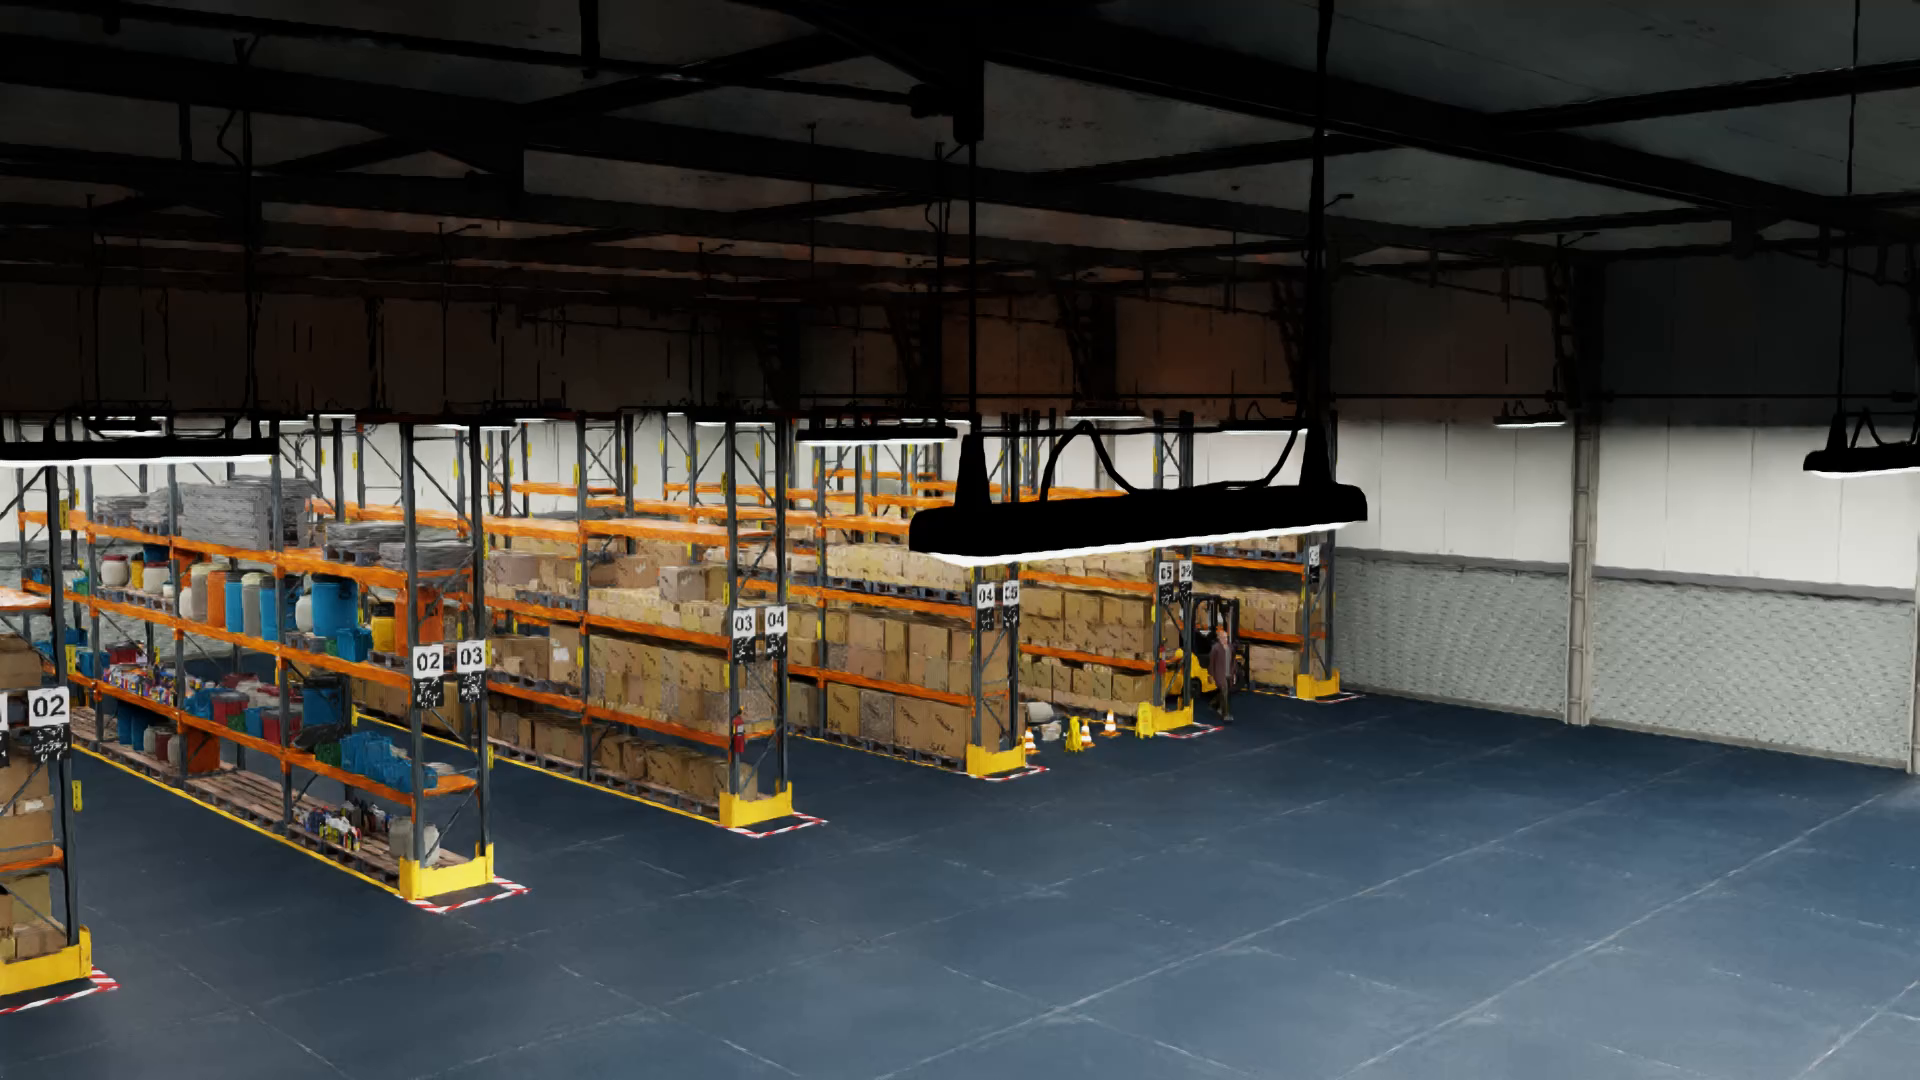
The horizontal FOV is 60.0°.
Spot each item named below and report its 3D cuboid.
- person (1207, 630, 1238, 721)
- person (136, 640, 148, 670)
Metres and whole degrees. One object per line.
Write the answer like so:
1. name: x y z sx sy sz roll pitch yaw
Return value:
1. person: 5.164 2.630 32.591 0.613 1.750 0.972 -3 6 -27
2. person: -16.014 2.726 32.441 1.072 1.551 0.481 5 7 43
